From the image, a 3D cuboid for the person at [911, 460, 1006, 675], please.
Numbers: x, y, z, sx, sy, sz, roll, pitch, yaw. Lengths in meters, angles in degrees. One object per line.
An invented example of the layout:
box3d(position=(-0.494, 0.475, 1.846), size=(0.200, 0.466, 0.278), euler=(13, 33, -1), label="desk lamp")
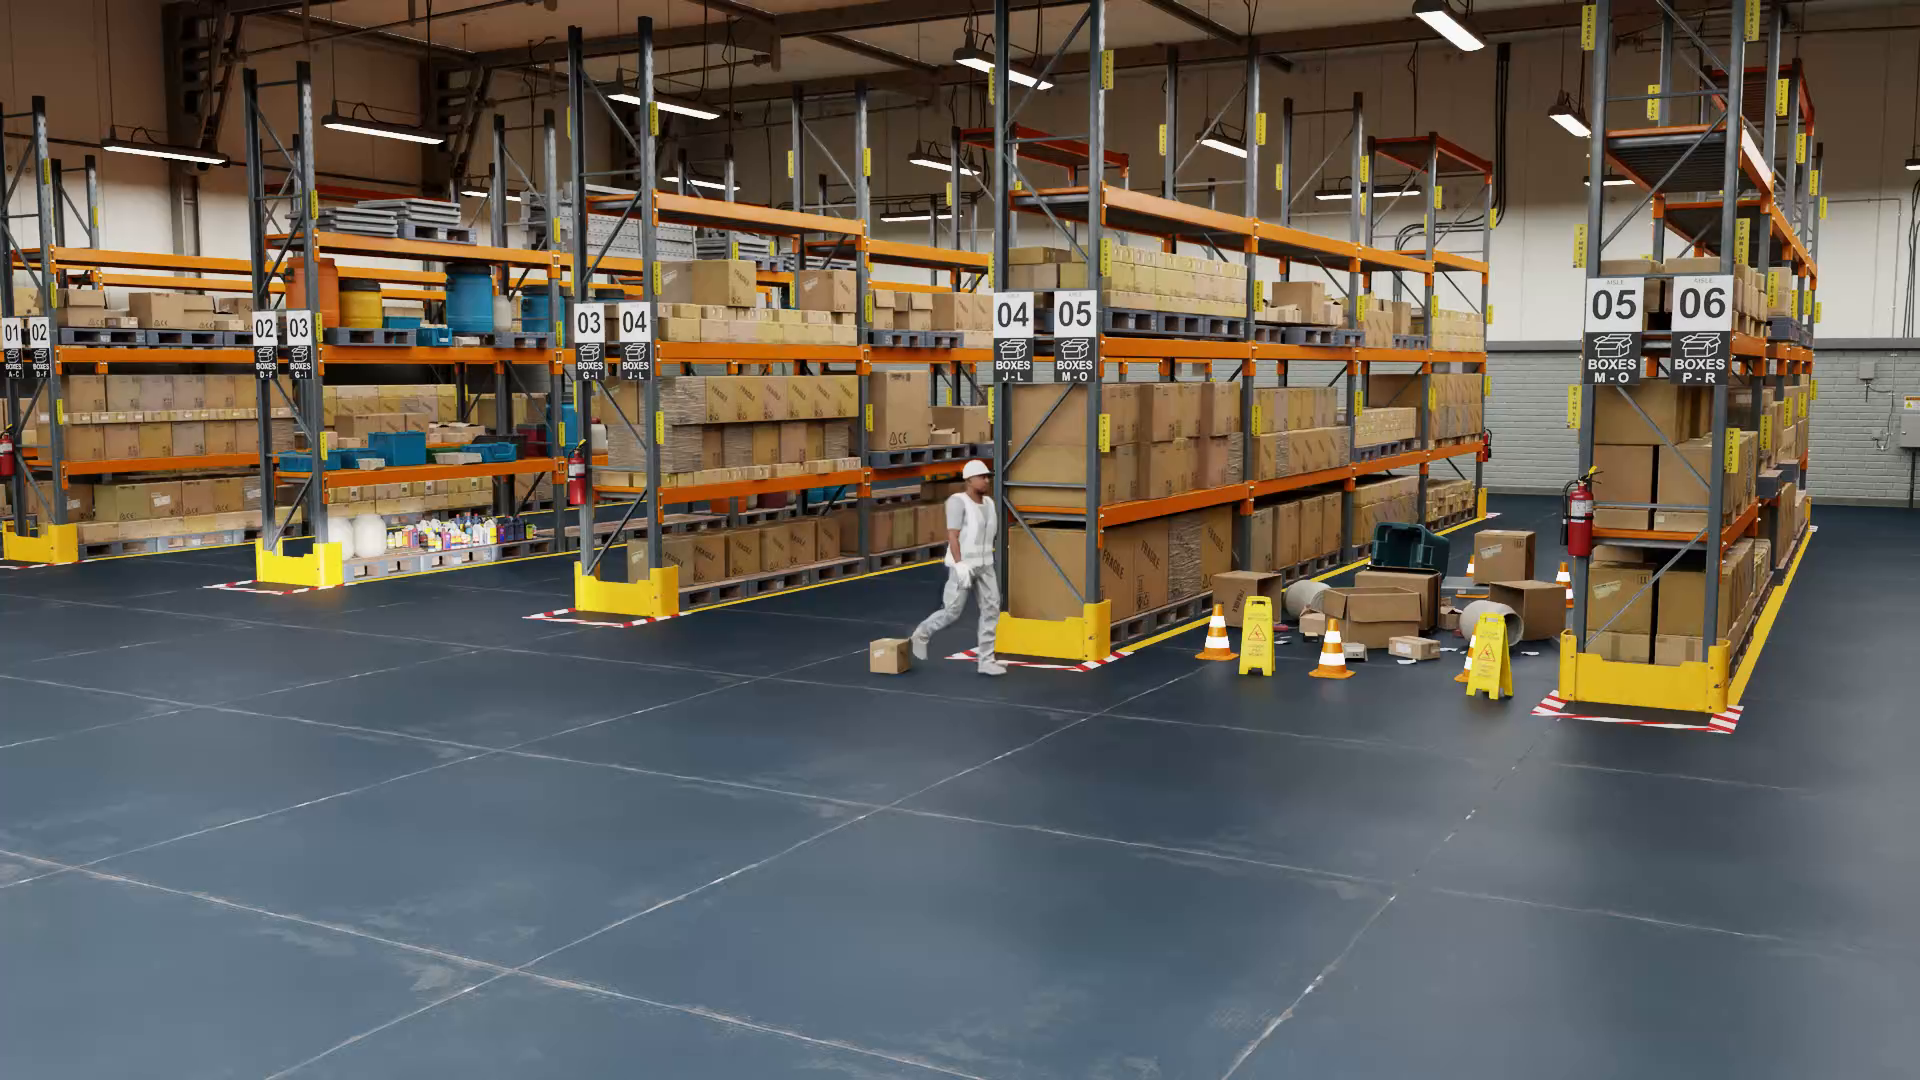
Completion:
box3d(position=(0.029, 0.214, 13.805), size=(0.884, 1.762, 0.593), euler=(6, 8, 44), label="person")
